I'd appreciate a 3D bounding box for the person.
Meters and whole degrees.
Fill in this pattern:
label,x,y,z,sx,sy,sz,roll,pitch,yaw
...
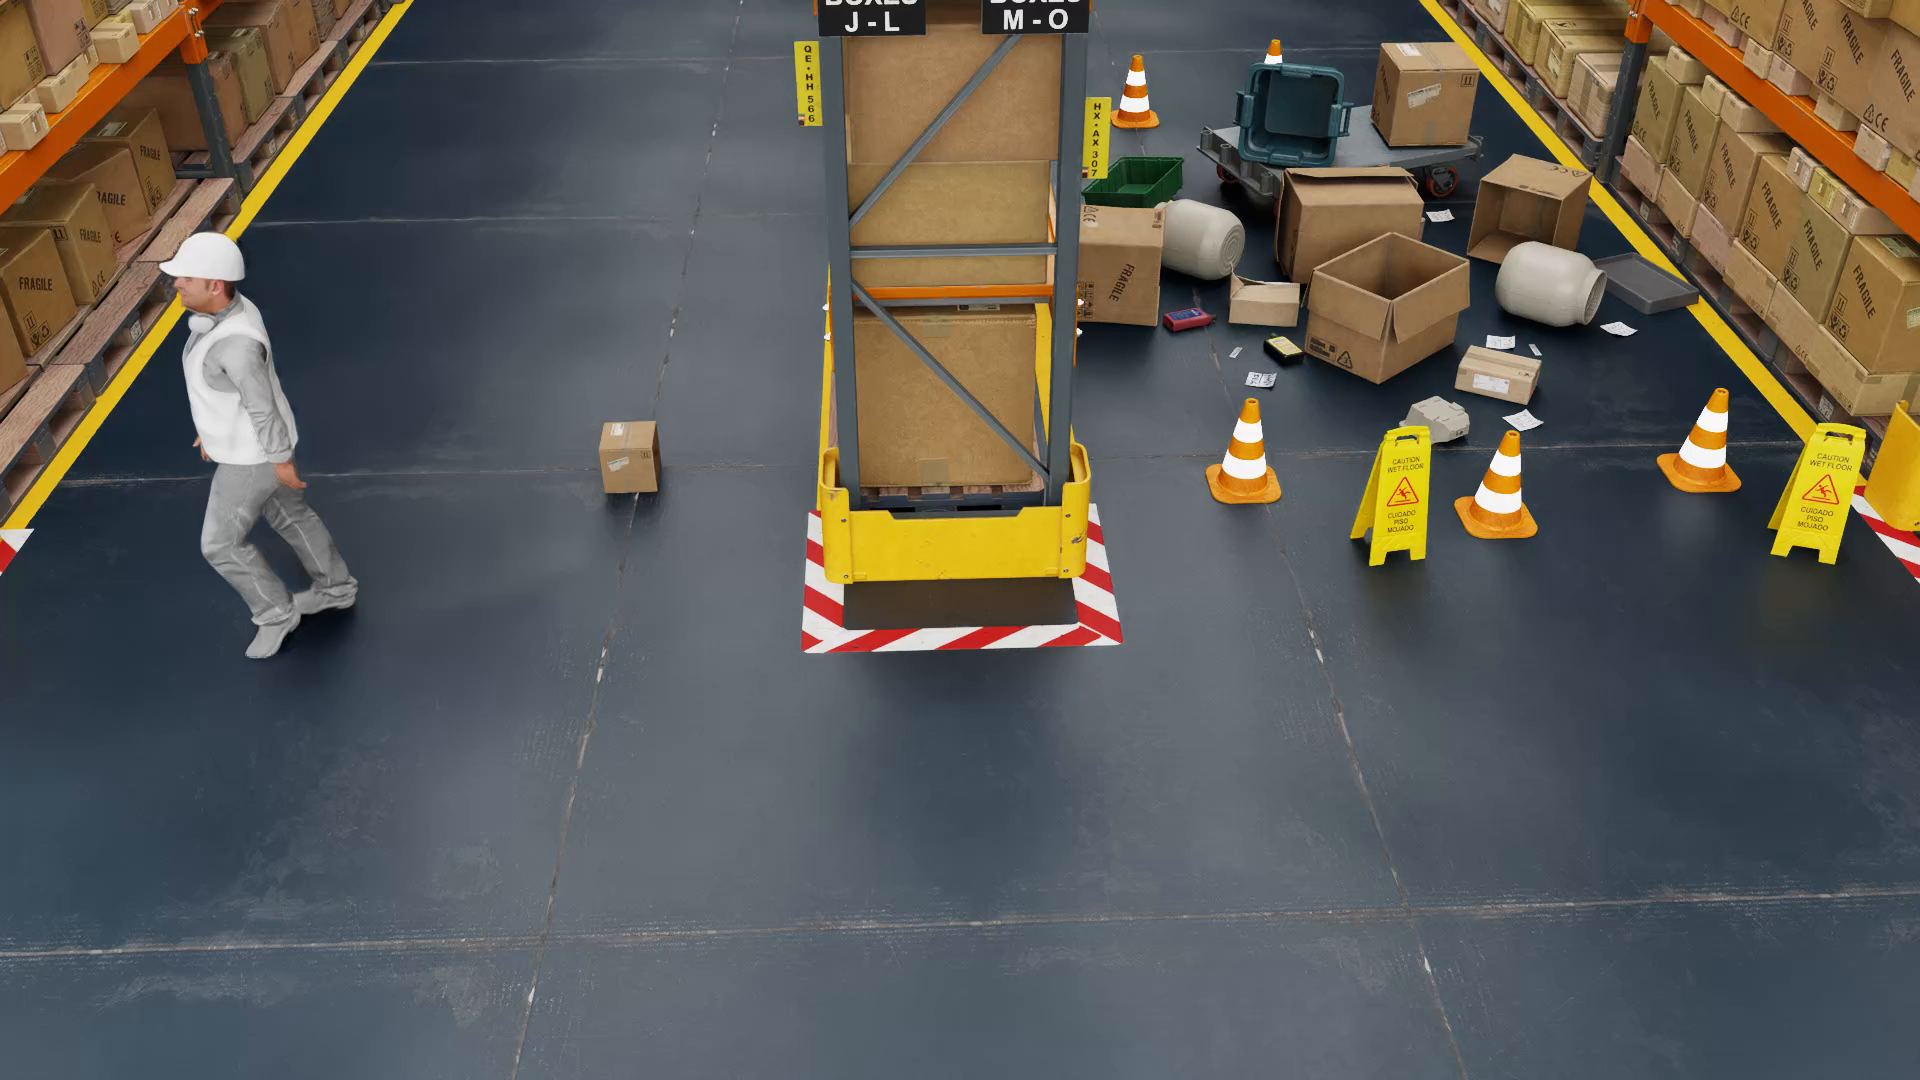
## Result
label,x,y,z,sx,sy,sz,roll,pitch,yaw
person,-2.844,-0.366,6.661,0.538,1.831,0.532,-13,37,-18
